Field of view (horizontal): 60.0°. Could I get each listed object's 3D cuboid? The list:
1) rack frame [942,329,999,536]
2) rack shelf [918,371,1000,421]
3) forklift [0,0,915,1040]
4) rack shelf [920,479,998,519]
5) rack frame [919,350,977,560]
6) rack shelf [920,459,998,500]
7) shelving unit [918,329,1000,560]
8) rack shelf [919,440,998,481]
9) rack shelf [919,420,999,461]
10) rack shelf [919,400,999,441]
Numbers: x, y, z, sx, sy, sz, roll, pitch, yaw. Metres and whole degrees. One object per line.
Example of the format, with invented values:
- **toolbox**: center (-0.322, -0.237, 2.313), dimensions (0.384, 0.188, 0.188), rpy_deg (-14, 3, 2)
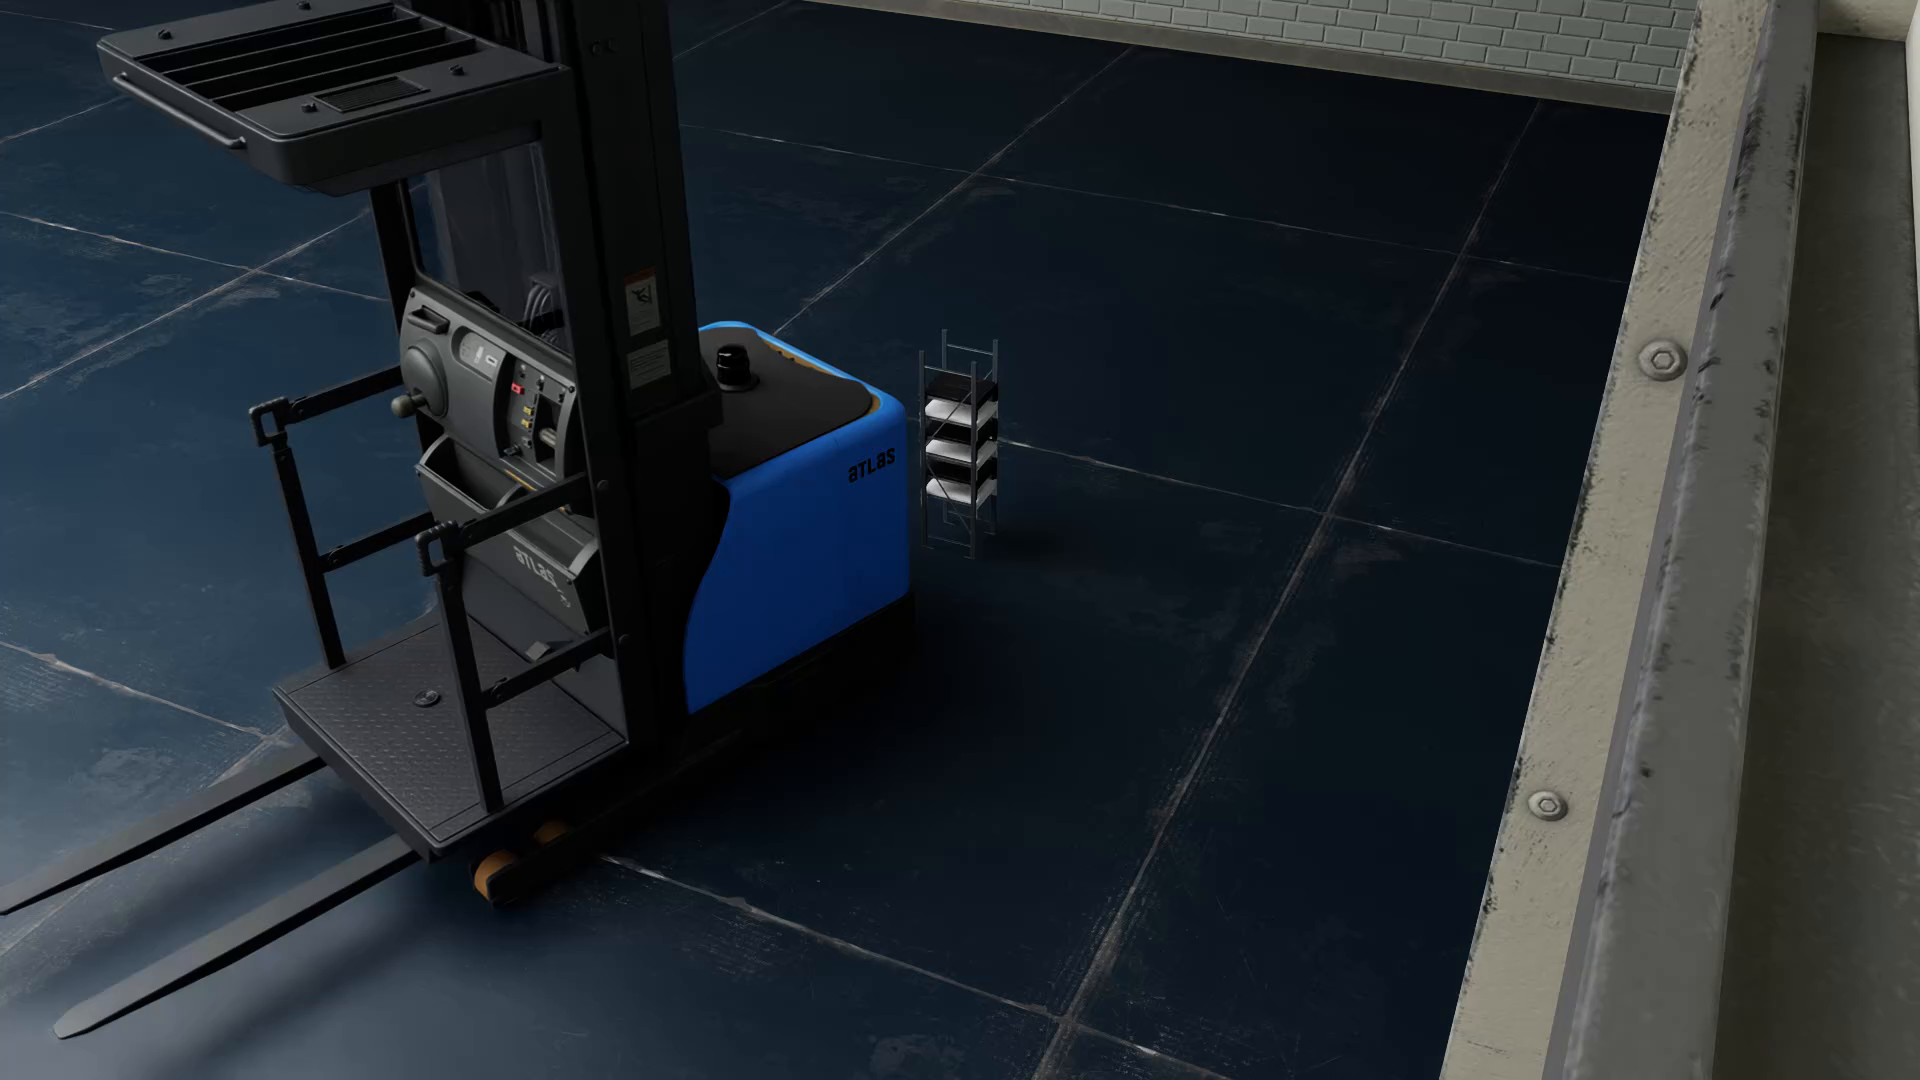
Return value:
- **rack frame**: center (0.039, -0.423, 6.724), dimensions (0.240, 0.900, 0.006), rpy_deg (14, 36, 20)
- **rack shelf**: center (-0.003, -0.570, 6.517), dimensions (0.258, 0.077, 0.200), rpy_deg (14, 36, 20)
- **forklift**: center (-1.569, -0.415, 4.859), dimensions (3.031, 2.935, 1.130), rpy_deg (-28, 43, -36)
- **rack shelf**: center (-0.003, -0.194, 6.764), dimensions (0.258, 0.077, 0.200), rpy_deg (14, 36, 20)
- **rack frame**: center (-0.046, -0.322, 6.570), dimensions (0.240, 0.900, 0.006), rpy_deg (14, 36, 20)
- **rack shelf**: center (-0.003, -0.269, 6.714), dimensions (0.258, 0.077, 0.200), rpy_deg (14, 36, 20)
- **shelving unit**: center (-0.003, -0.372, 6.647), dimensions (0.258, 0.900, 0.210), rpy_deg (14, 36, 20)
- **rack shelf**: center (-0.003, -0.344, 6.665), dimensions (0.258, 0.077, 0.200), rpy_deg (14, 36, 20)
- **rack shelf**: center (-0.003, -0.420, 6.616), dimensions (0.258, 0.077, 0.200), rpy_deg (14, 36, 20)
- **rack shelf**: center (-0.003, -0.495, 6.566), dimensions (0.258, 0.077, 0.200), rpy_deg (14, 36, 20)
